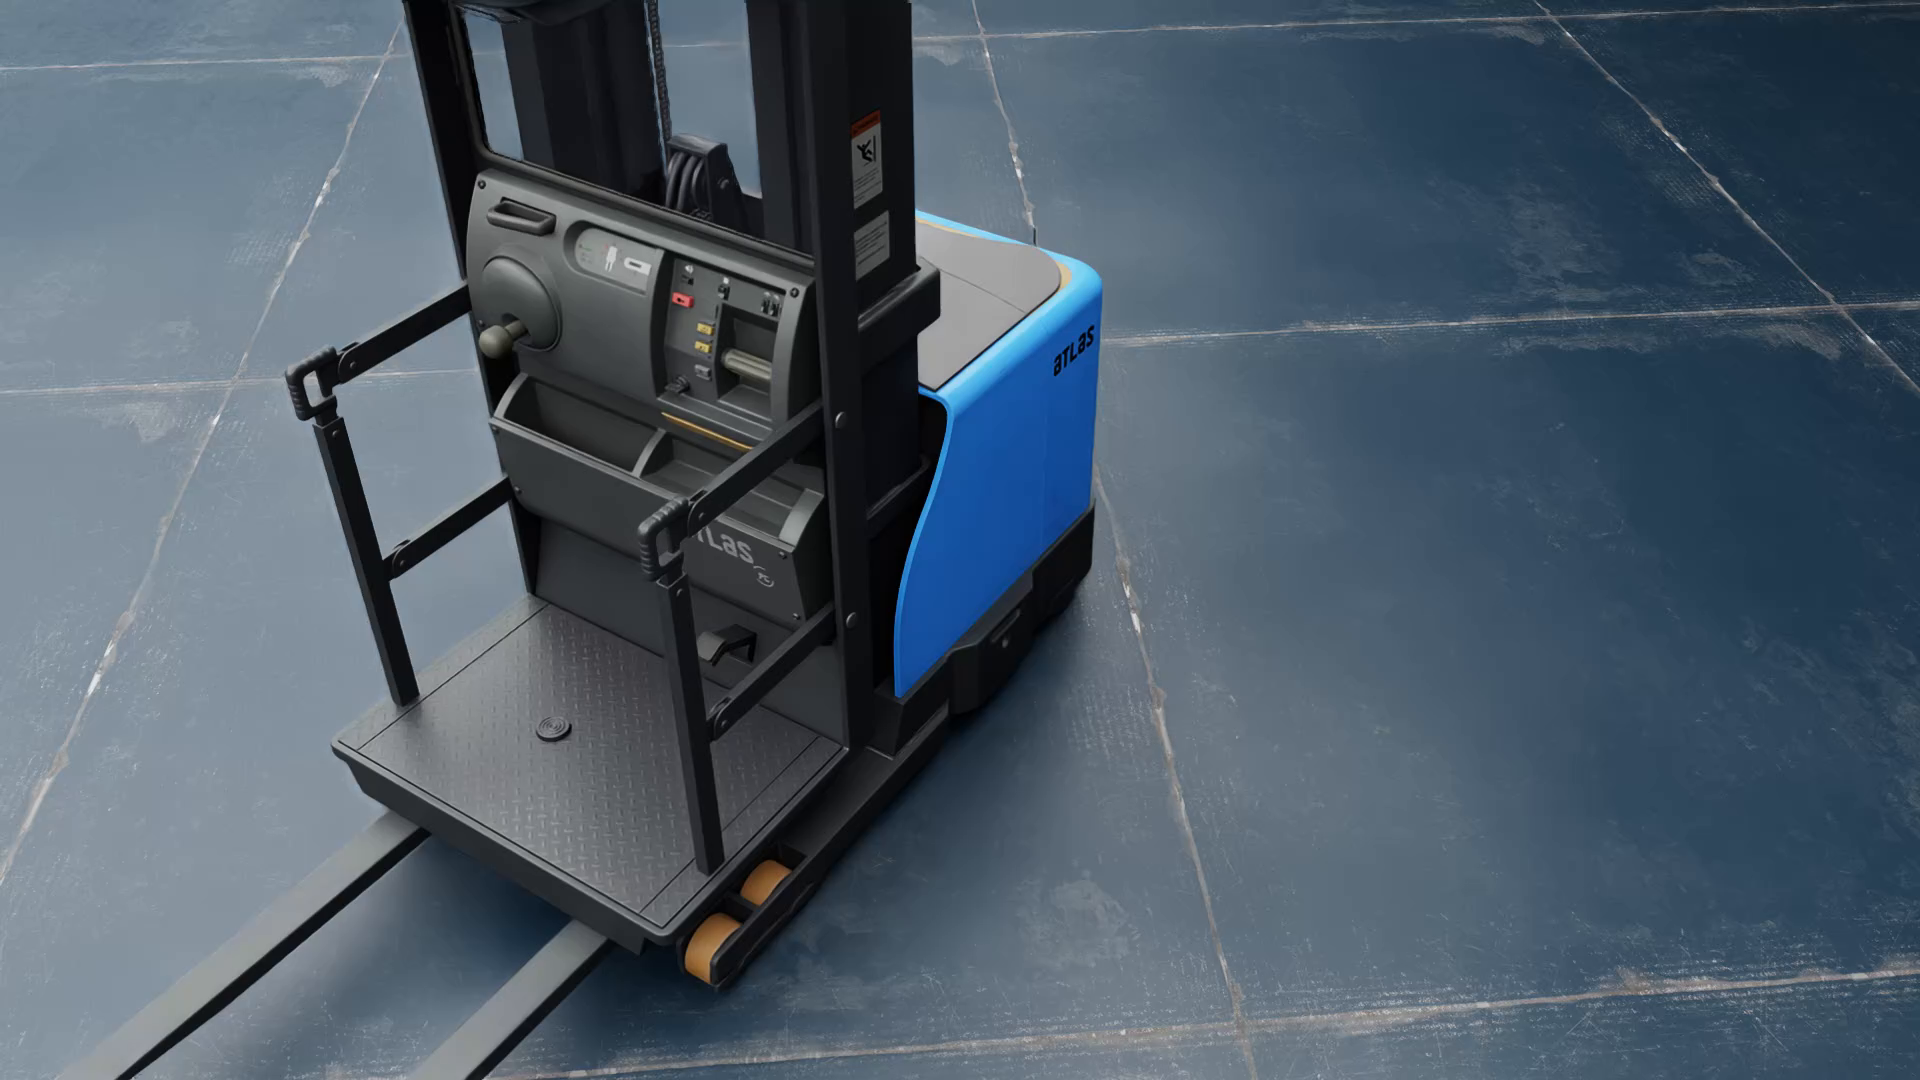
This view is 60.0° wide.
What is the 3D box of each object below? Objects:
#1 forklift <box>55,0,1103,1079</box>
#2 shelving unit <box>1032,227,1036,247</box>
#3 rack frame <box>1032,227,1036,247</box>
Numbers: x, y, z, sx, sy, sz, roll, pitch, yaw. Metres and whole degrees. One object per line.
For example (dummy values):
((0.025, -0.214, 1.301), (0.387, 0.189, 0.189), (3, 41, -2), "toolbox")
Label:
((-0.829, -0.440, 3.442), (1.130, 2.935, 3.031), (22, 43, 25), "forklift")
((0.139, -0.504, 5.162), (0.210, 0.900, 0.258), (-5, 39, -7), "shelving unit")
((0.240, -0.513, 5.174), (0.006, 0.900, 0.240), (-5, 39, -7), "rack frame")
